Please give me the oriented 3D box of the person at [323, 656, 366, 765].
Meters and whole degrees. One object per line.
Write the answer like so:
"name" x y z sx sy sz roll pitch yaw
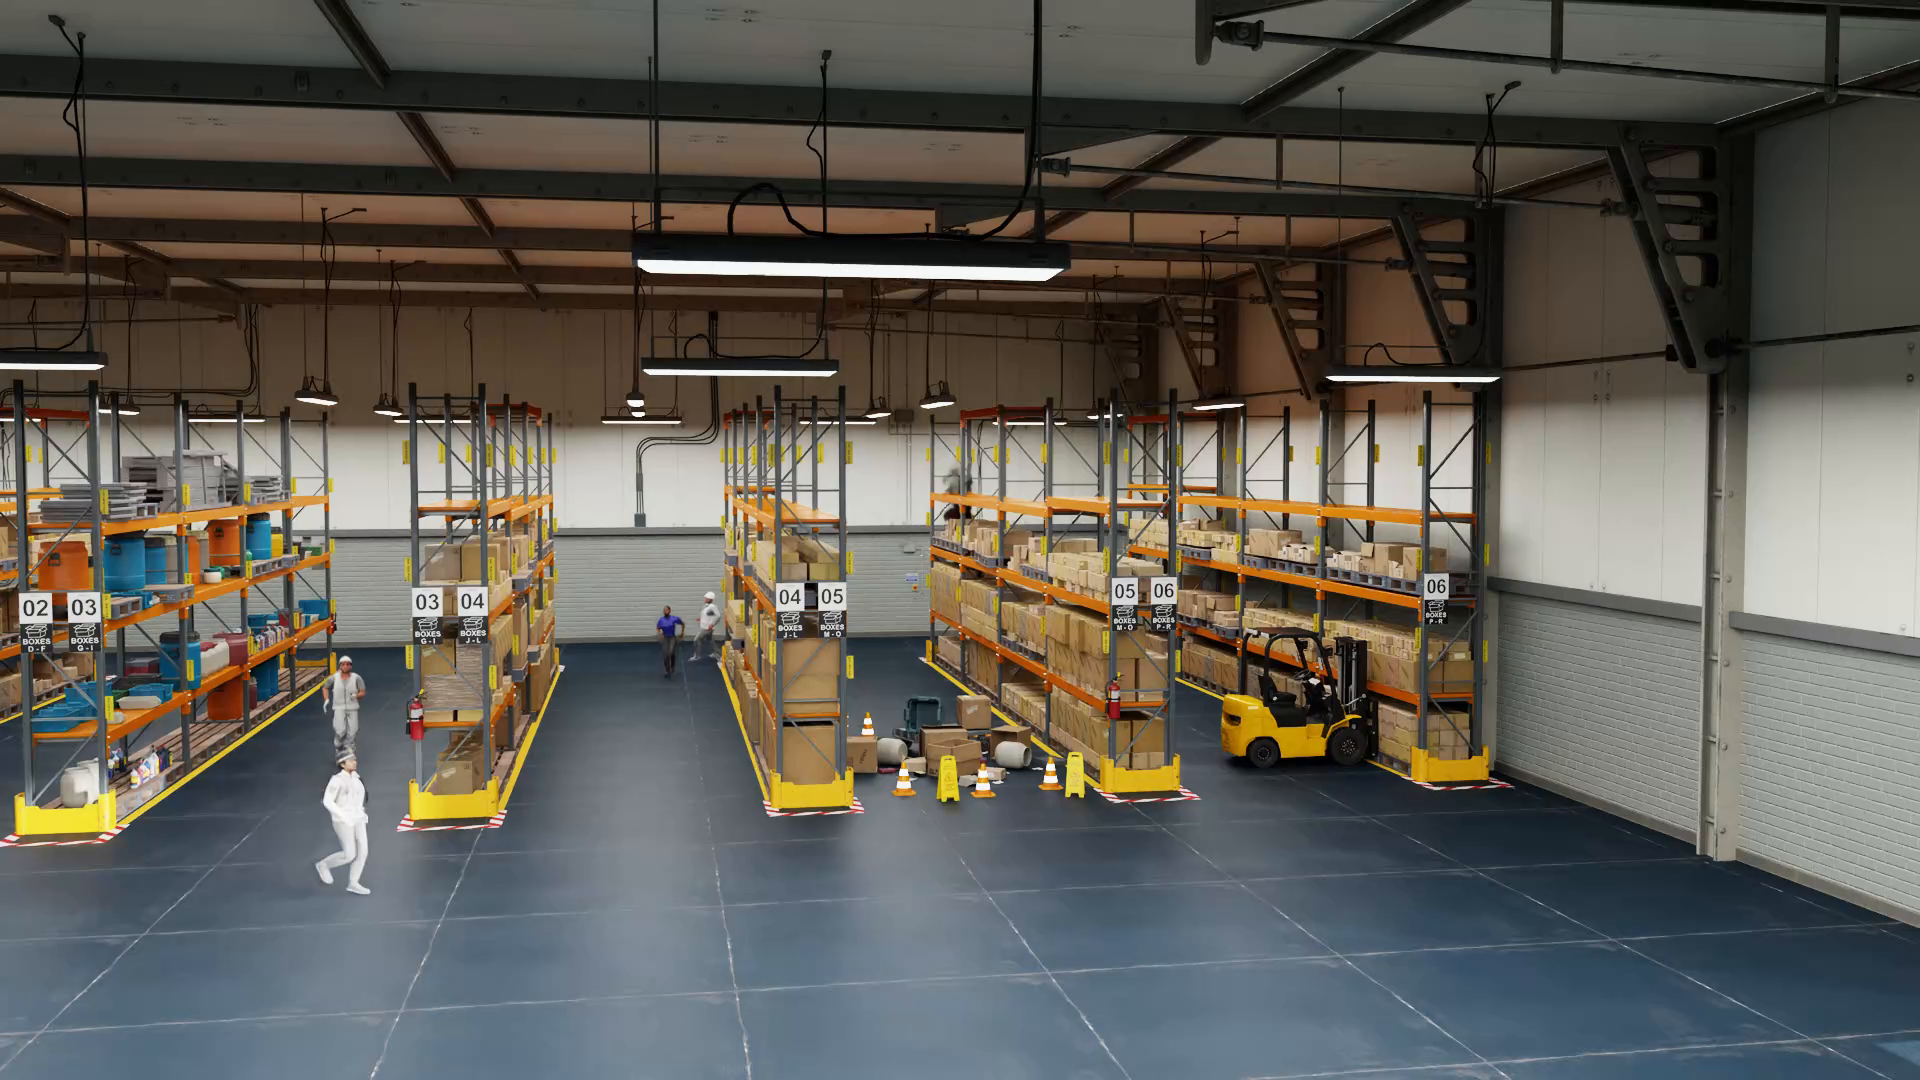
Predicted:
"person" -9.869 2.754 26.694 0.641 1.774 0.690 -1 3 -25

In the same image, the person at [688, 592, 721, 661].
"person" -6.230 2.108 40.565 0.832 1.726 0.800 0 3 -3

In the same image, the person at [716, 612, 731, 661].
"person" -5.544 2.161 40.547 0.770 1.592 0.599 -1 3 -27

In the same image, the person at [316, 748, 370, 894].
"person" -7.065 3.214 19.066 0.648 1.670 0.627 1 3 18

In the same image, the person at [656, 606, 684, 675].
"person" -6.559 2.283 37.558 0.597 1.604 0.746 0 3 3
